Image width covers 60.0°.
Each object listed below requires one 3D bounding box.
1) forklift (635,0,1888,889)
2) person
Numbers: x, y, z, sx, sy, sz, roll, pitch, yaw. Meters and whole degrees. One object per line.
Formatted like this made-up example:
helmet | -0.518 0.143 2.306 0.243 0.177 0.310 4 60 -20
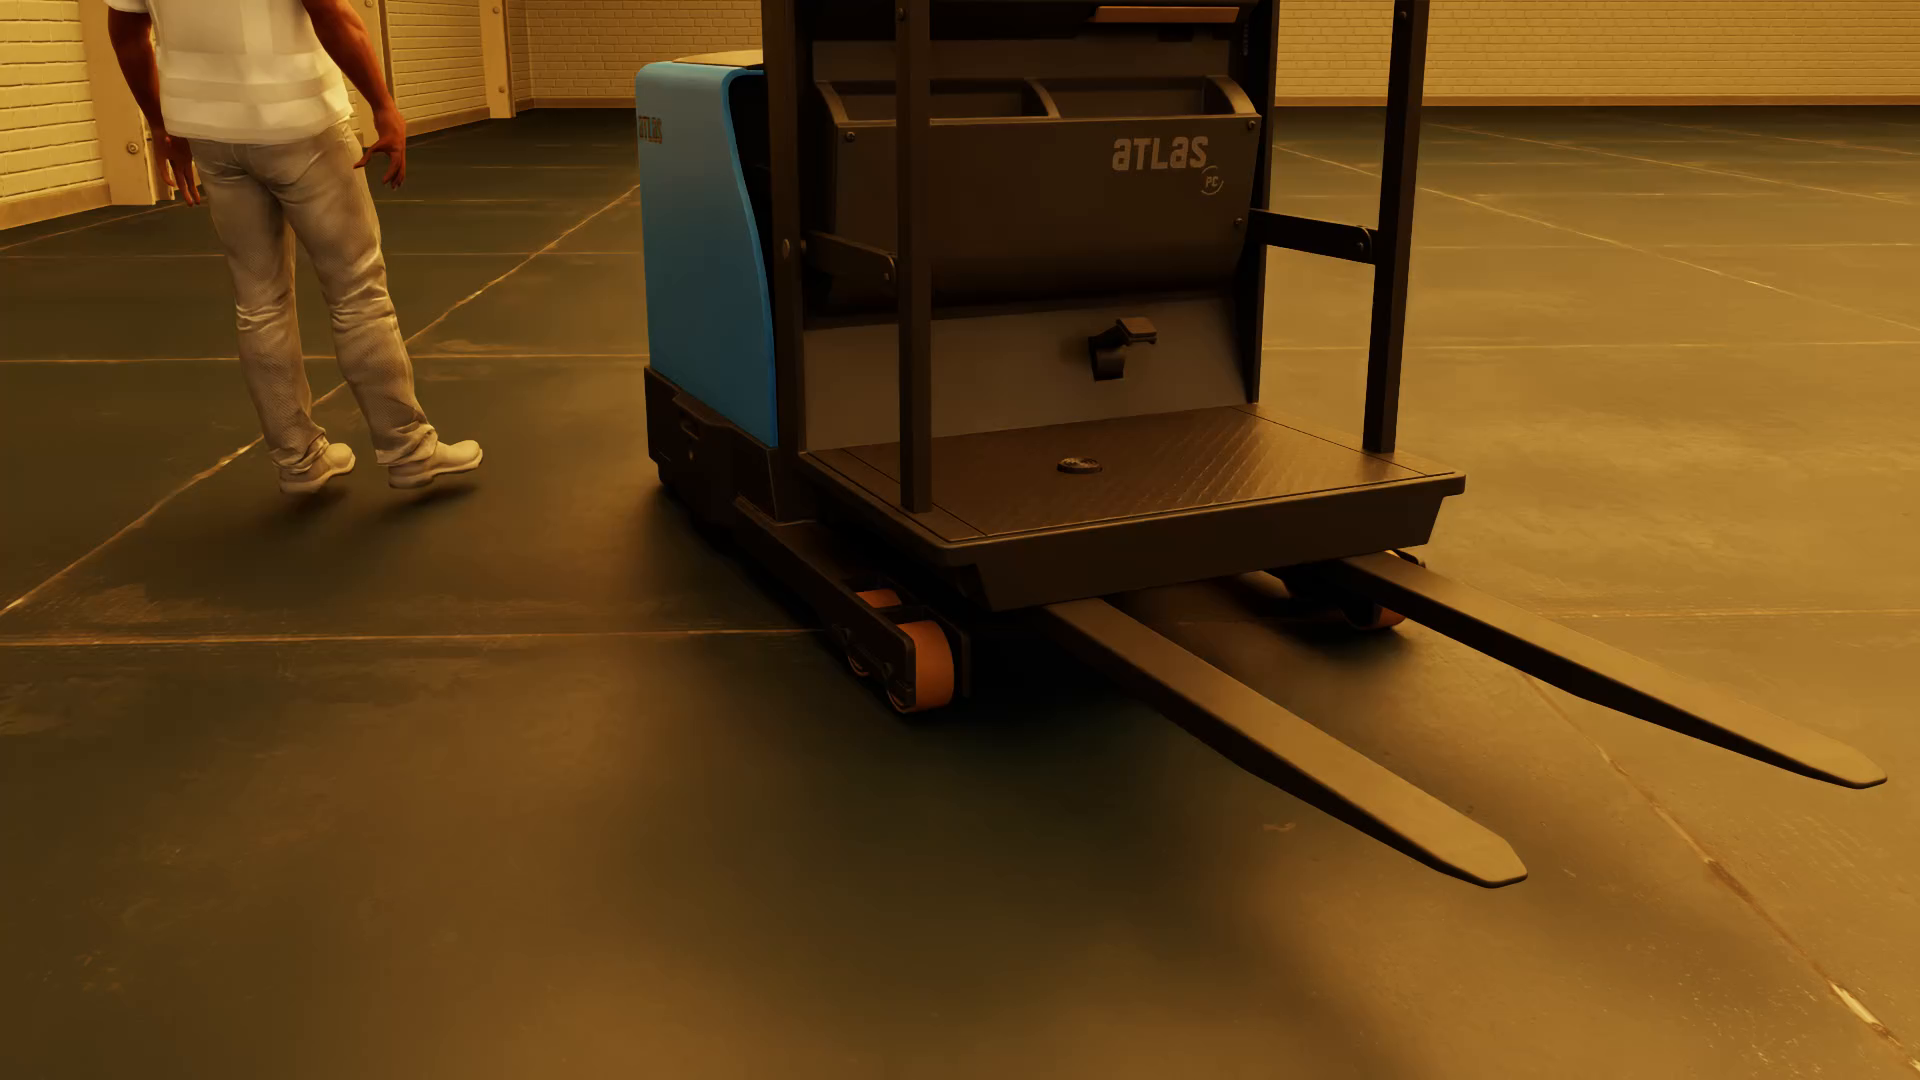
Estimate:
forklift | 0.258 -1.240 2.962 1.130 2.935 3.031 -8 19 -24
person | -1.612 -0.989 3.971 0.666 1.765 0.577 4 17 13
